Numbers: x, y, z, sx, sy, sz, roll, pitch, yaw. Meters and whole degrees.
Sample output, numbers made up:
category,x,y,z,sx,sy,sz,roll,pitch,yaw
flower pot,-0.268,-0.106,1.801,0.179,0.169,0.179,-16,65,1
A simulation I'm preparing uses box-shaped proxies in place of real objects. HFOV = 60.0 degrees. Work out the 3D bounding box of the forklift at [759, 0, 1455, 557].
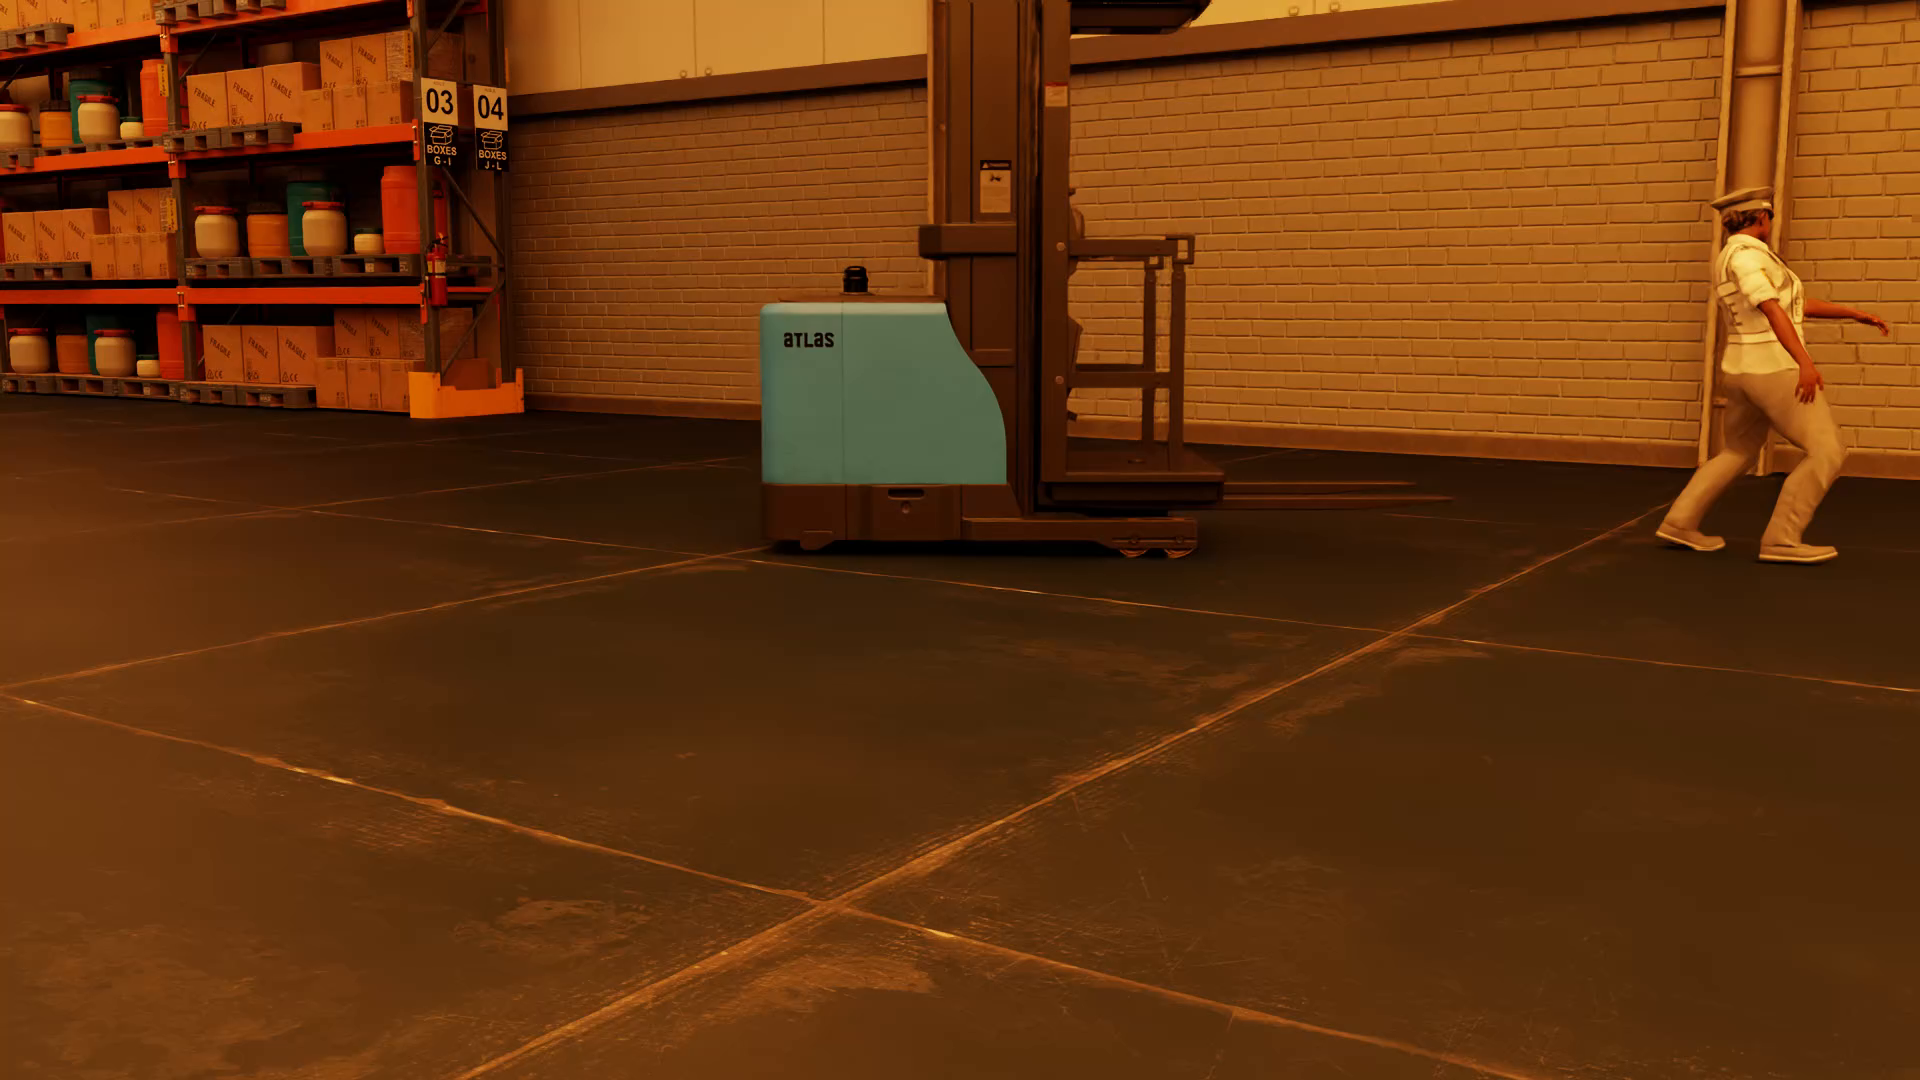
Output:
category,x,y,z,sx,sy,sz,roll,pitch,yaw
forklift,0.647,-1.453,7.413,3.031,2.935,1.130,0,8,0

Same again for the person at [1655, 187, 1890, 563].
category,x,y,z,sx,sy,sz,roll,pitch,yaw
person,3.441,-0.686,6.938,0.764,1.561,0.713,1,8,5
